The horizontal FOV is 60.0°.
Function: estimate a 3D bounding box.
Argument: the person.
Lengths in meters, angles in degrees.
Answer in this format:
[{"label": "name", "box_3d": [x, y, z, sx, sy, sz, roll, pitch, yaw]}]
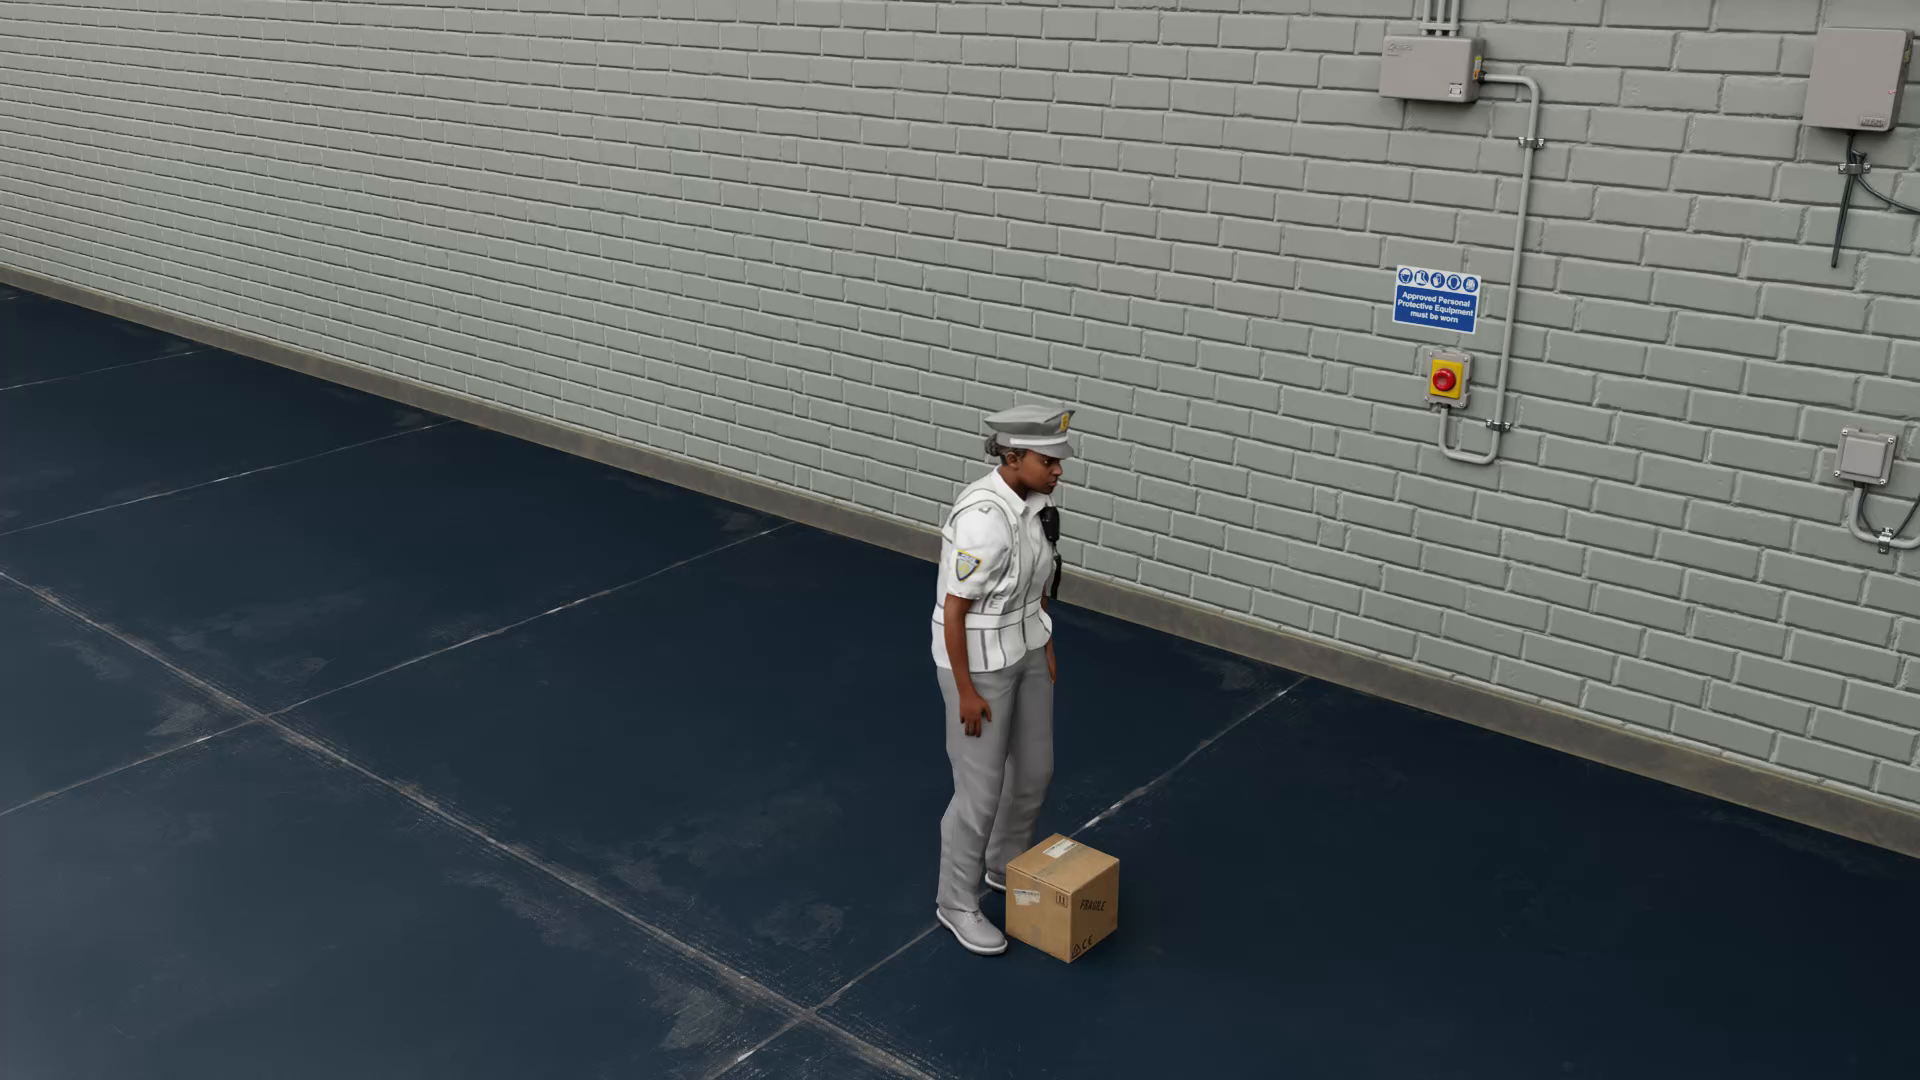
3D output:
[{"label": "person", "box_3d": [0.126, 0.392, 5.020, 0.398, 1.659, 0.528, 14, 25, 33]}]
